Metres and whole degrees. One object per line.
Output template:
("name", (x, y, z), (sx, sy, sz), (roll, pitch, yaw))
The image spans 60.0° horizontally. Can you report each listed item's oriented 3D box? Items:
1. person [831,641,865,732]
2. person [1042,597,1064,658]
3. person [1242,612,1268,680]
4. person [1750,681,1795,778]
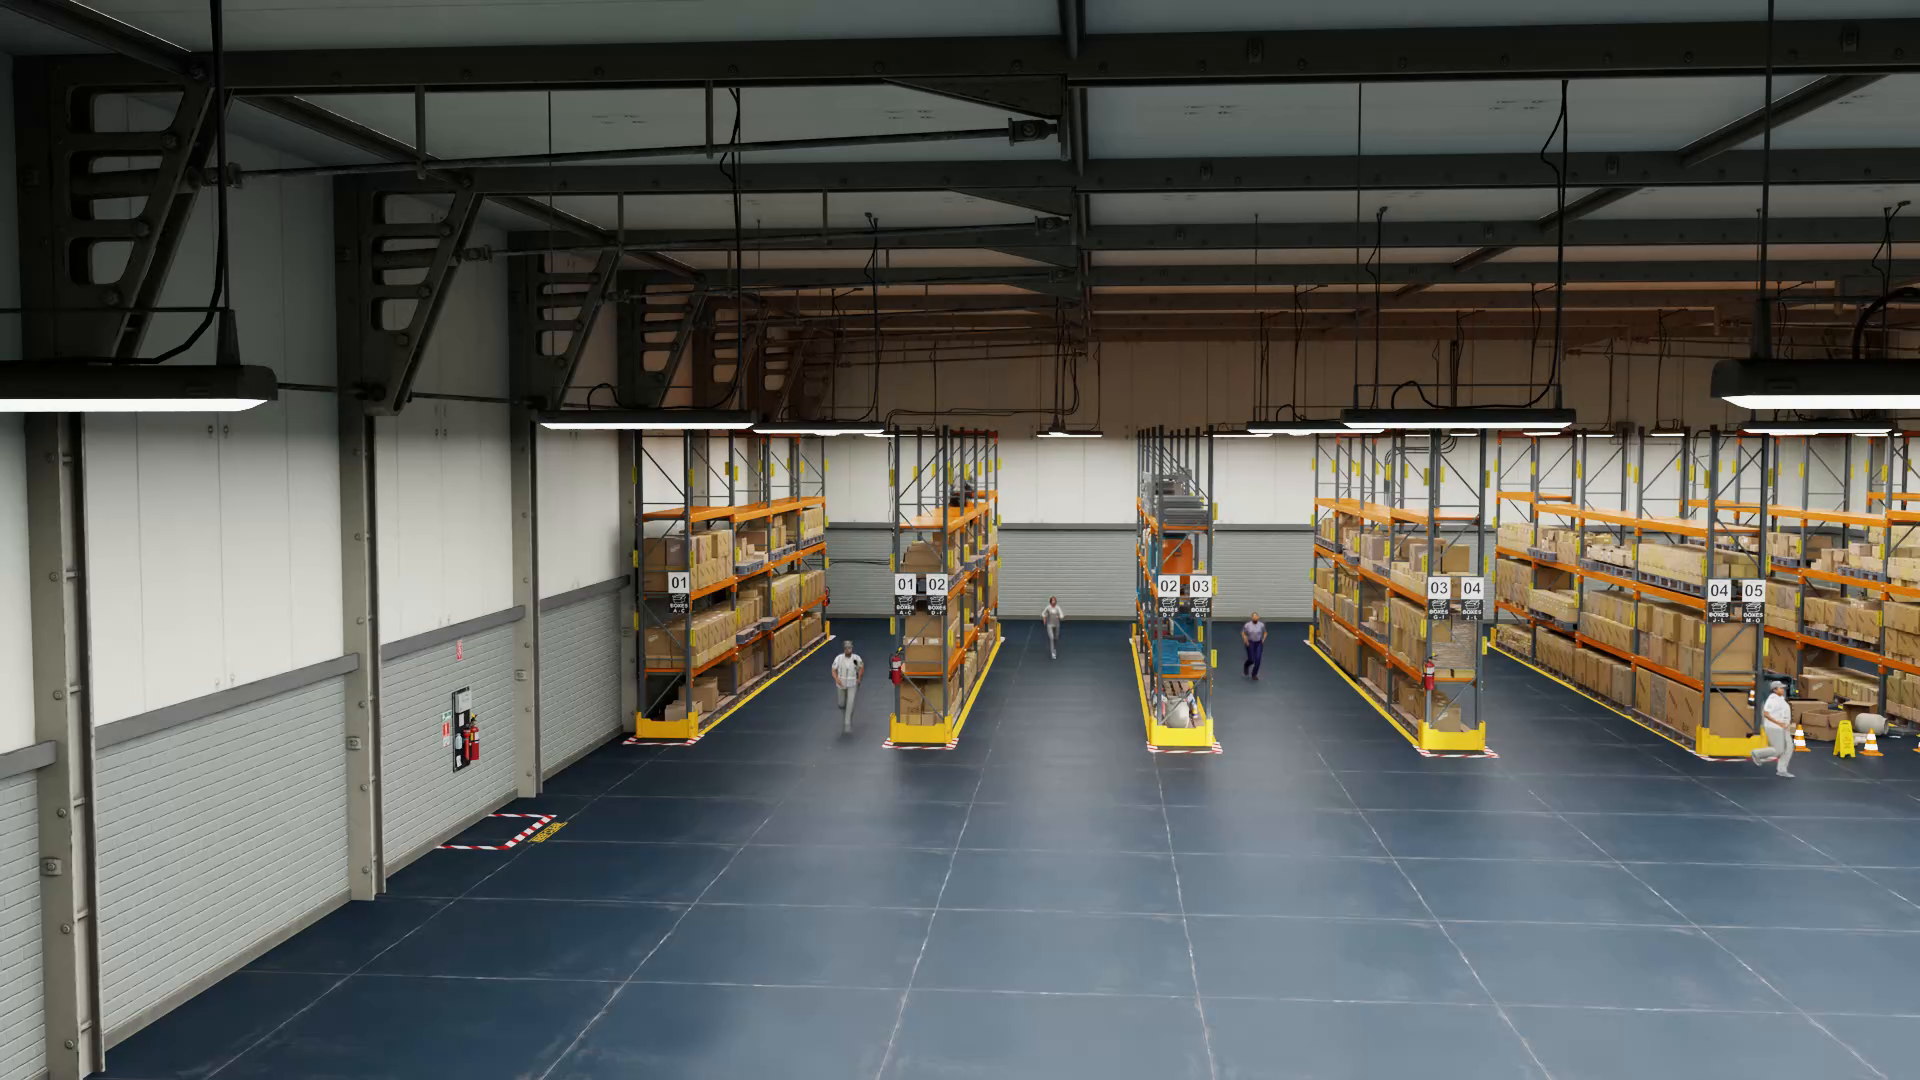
("person", (-2.241, 2.883, 33.090), (0.641, 1.784, 1.037), (0, 3, 5))
("person", (2.448, 2.278, 43.735), (0.537, 1.585, 0.893), (0, 3, -8))
("person", (7.067, 2.534, 39.819), (0.598, 1.612, 0.586), (0, 3, 0))
("person", (13.904, 3.218, 28.376), (0.608, 1.625, 0.709), (-3, 5, -43))
